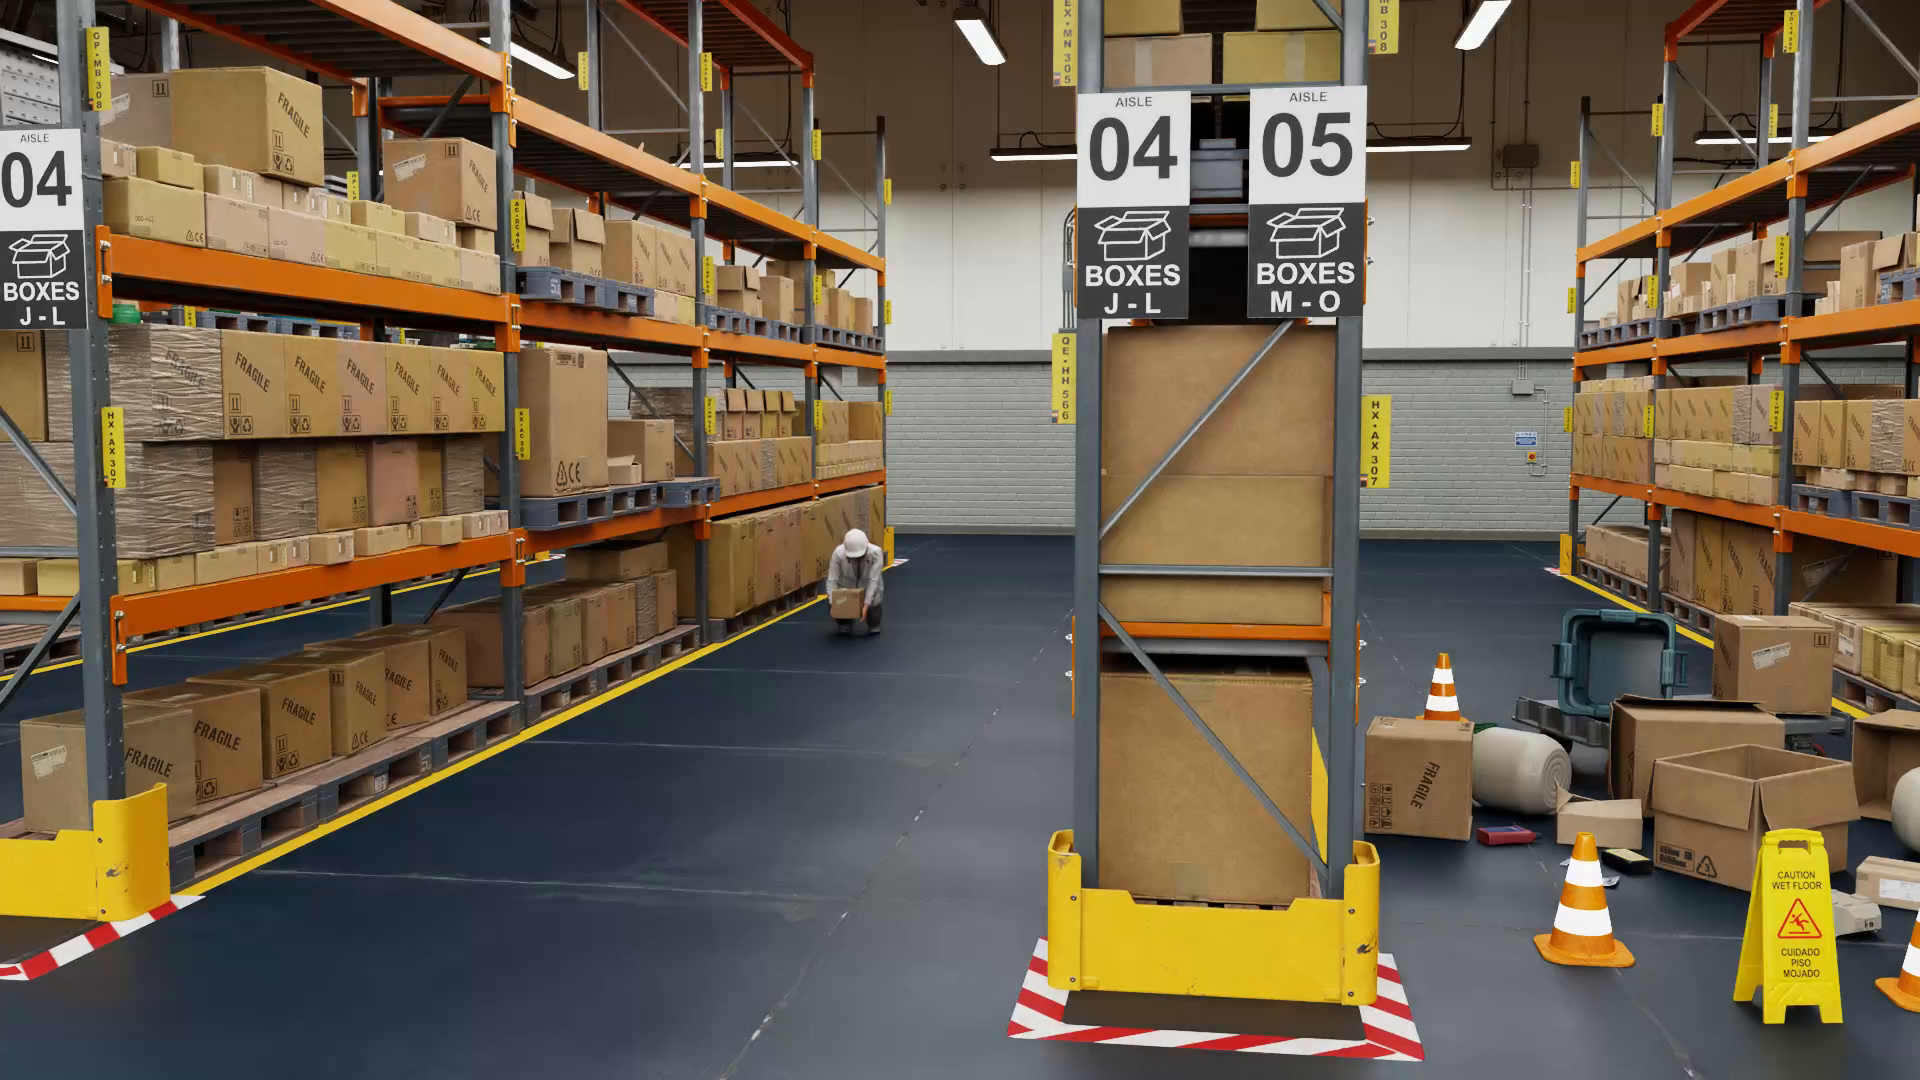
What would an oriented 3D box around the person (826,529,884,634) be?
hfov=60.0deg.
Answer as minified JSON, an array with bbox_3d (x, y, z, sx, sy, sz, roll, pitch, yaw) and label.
[{"bbox_3d":[-0.964,0.382,15.541,0.529,1.011,0.862,1,4,9],"label":"person"}]
